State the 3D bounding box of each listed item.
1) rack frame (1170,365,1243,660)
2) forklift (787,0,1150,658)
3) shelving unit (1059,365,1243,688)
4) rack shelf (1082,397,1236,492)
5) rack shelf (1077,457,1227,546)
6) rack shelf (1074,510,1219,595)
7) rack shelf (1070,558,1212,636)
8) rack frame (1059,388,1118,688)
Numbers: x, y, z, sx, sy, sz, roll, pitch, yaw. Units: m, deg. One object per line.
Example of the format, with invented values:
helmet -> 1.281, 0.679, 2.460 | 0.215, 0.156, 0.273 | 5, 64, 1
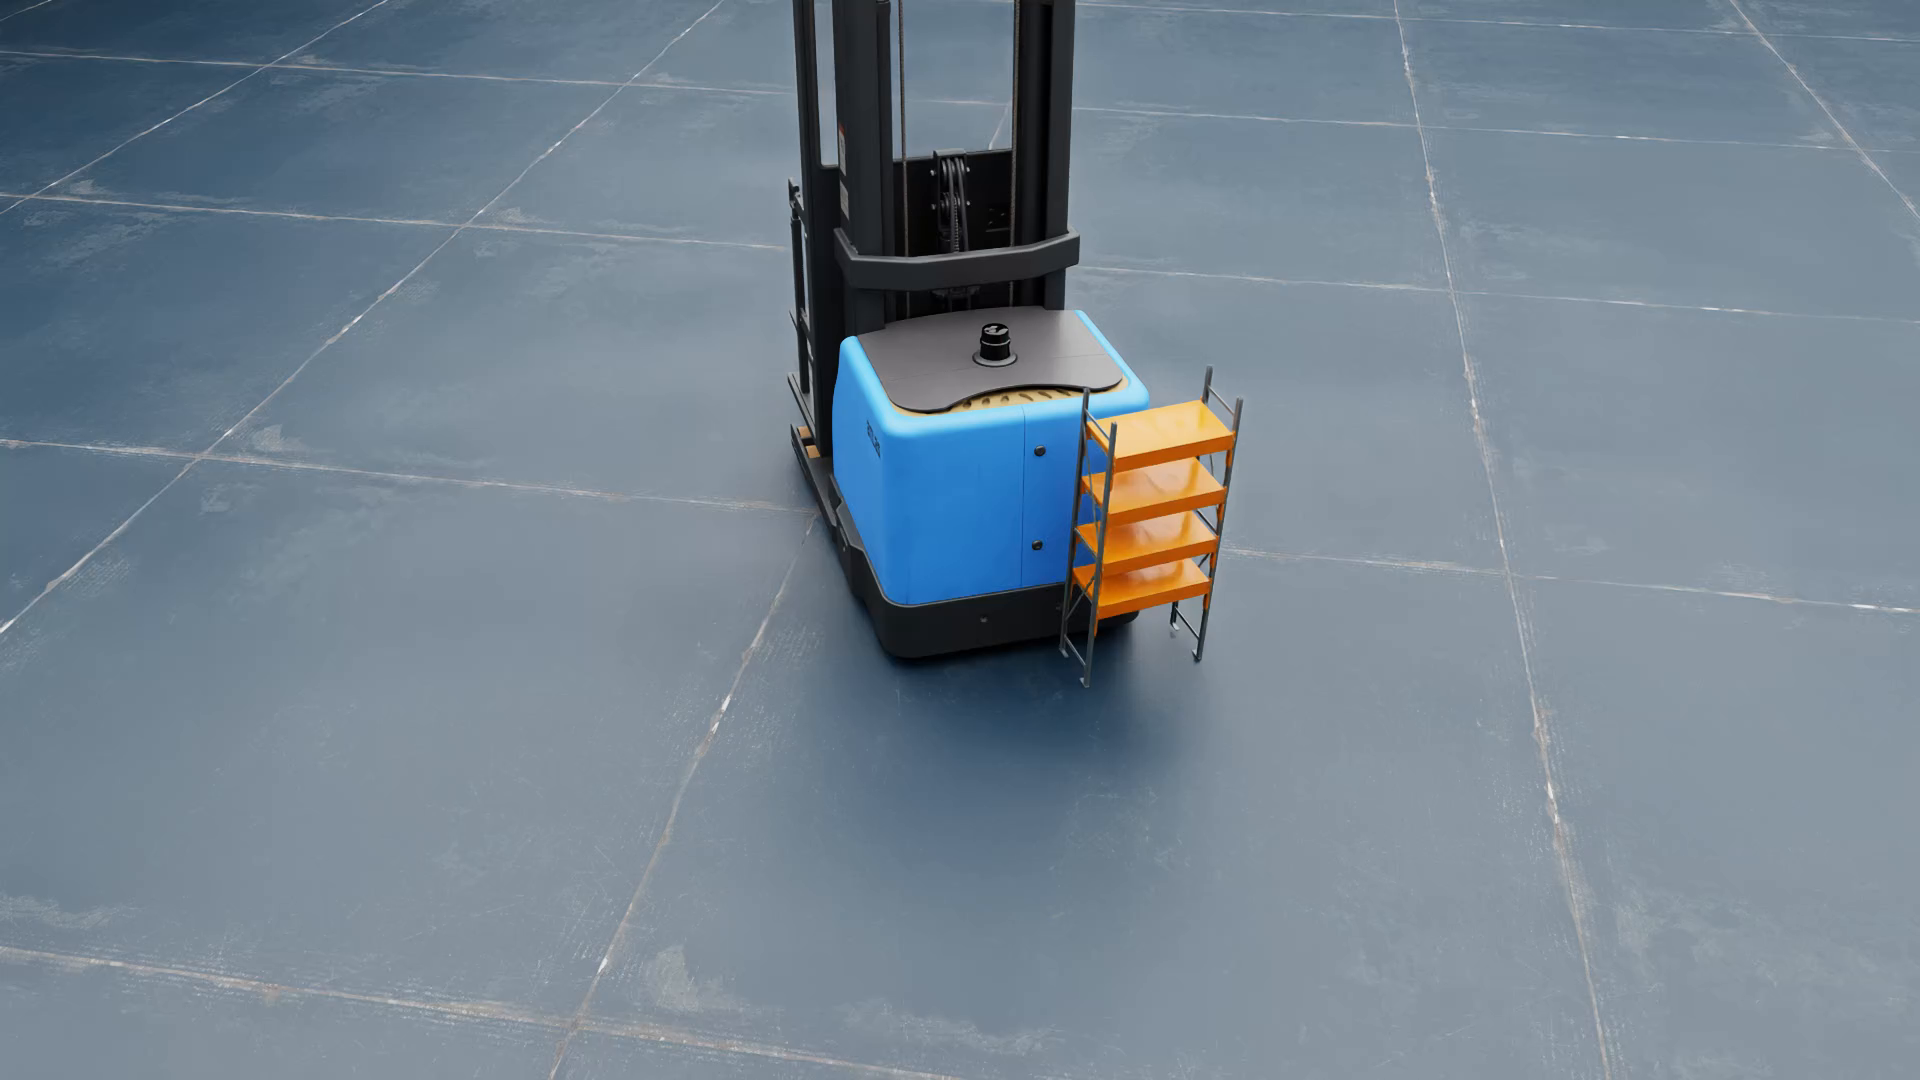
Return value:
rack frame -> 0.914, -0.079, 6.225 | 0.015, 1.200, 0.240 | -12, 39, -18
forklift -> -0.167, -1.562, 6.983 | 1.130, 2.935, 3.031 | -8, 33, -13
shelving unit -> 0.687, -0.031, 6.148 | 0.503, 1.200, 0.258 | -12, 39, -18
rack shelf -> 0.701, -0.344, 5.911 | 0.480, 0.148, 0.258 | -12, 39, -18
rack shelf -> 0.693, -0.155, 6.054 | 0.480, 0.148, 0.258 | -12, 39, -18
rack shelf -> 0.685, 0.023, 6.188 | 0.480, 0.148, 0.258 | -12, 39, -18
rack shelf -> 0.678, 0.181, 6.308 | 0.480, 0.148, 0.258 | -12, 39, -18
rack frame -> 0.461, 0.018, 6.070 | 0.015, 1.200, 0.240 | -12, 39, -18
